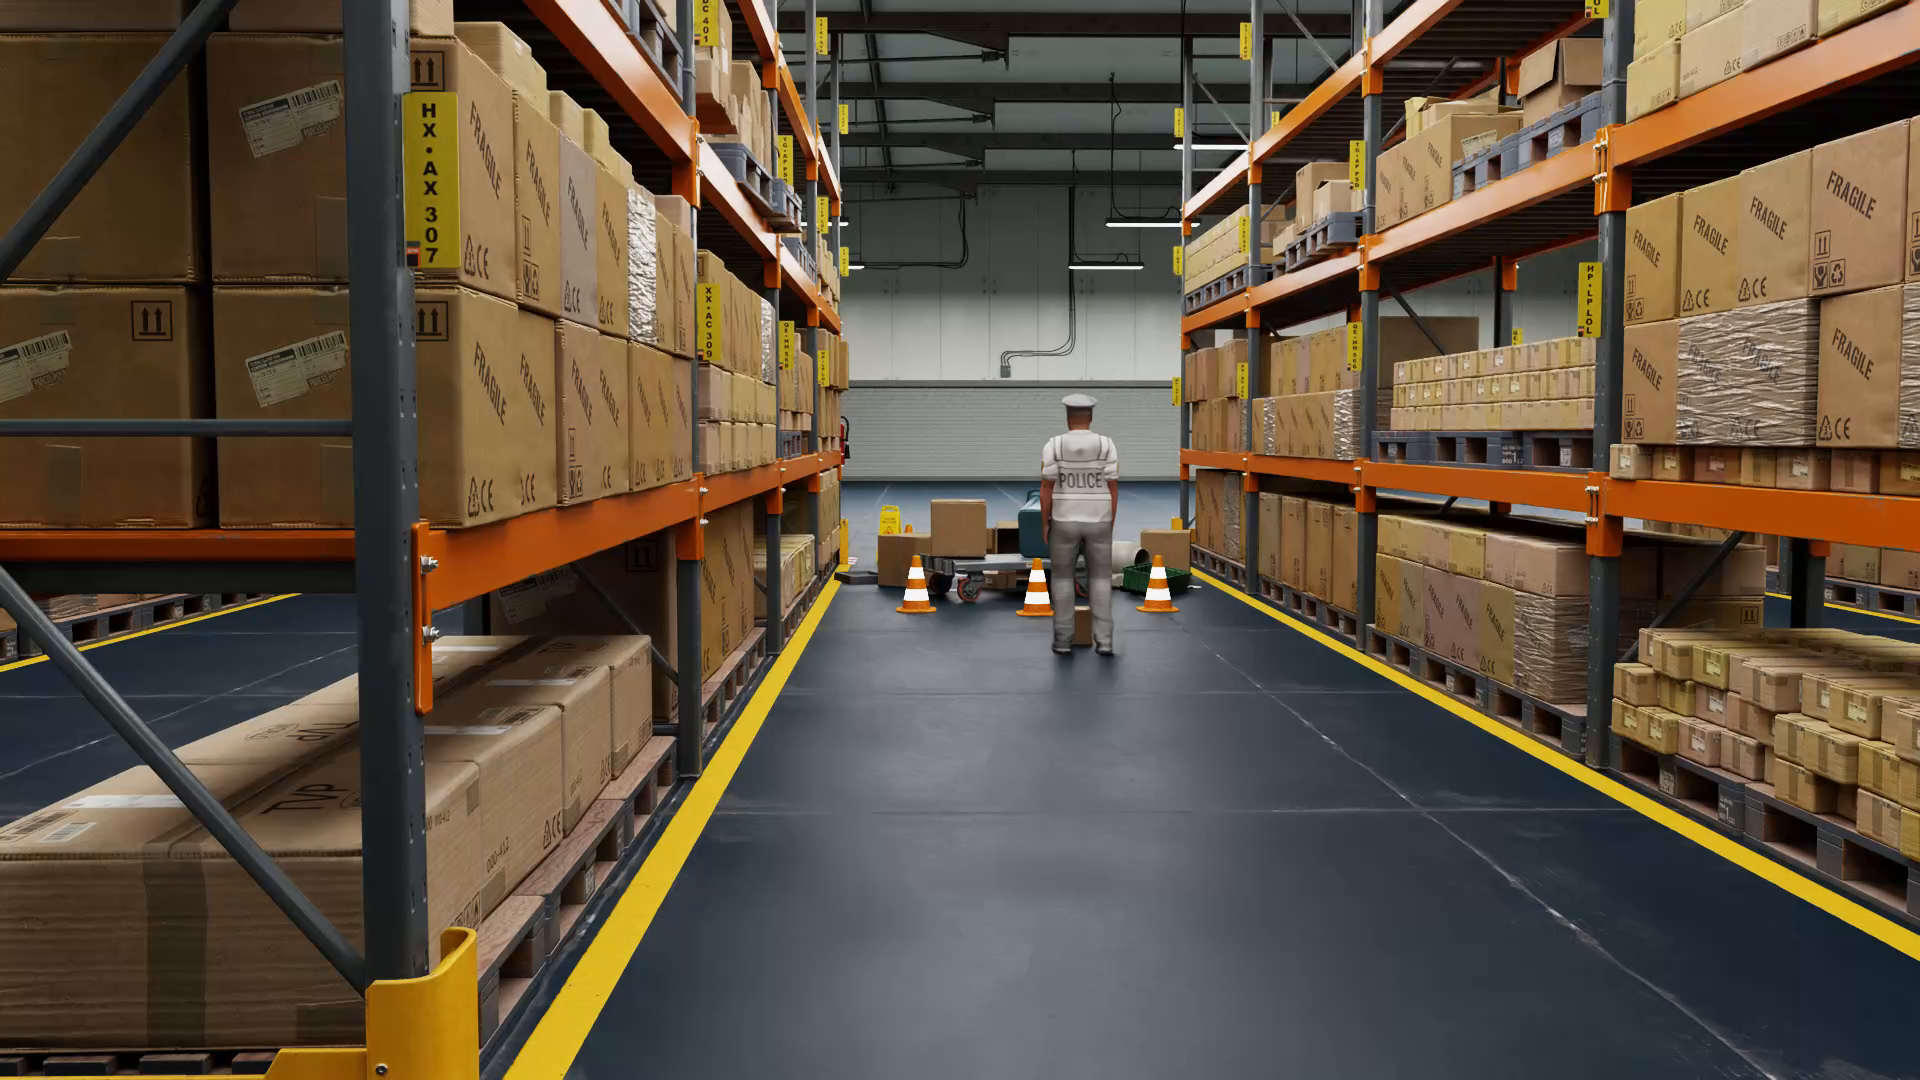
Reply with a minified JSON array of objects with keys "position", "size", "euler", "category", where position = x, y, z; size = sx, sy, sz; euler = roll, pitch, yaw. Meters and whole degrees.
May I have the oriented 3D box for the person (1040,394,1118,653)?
[{"position":[0.806,-0.092,11.322],"size":[0.527,1.798,0.392],"euler":[0,4,0],"category":"person"}]
